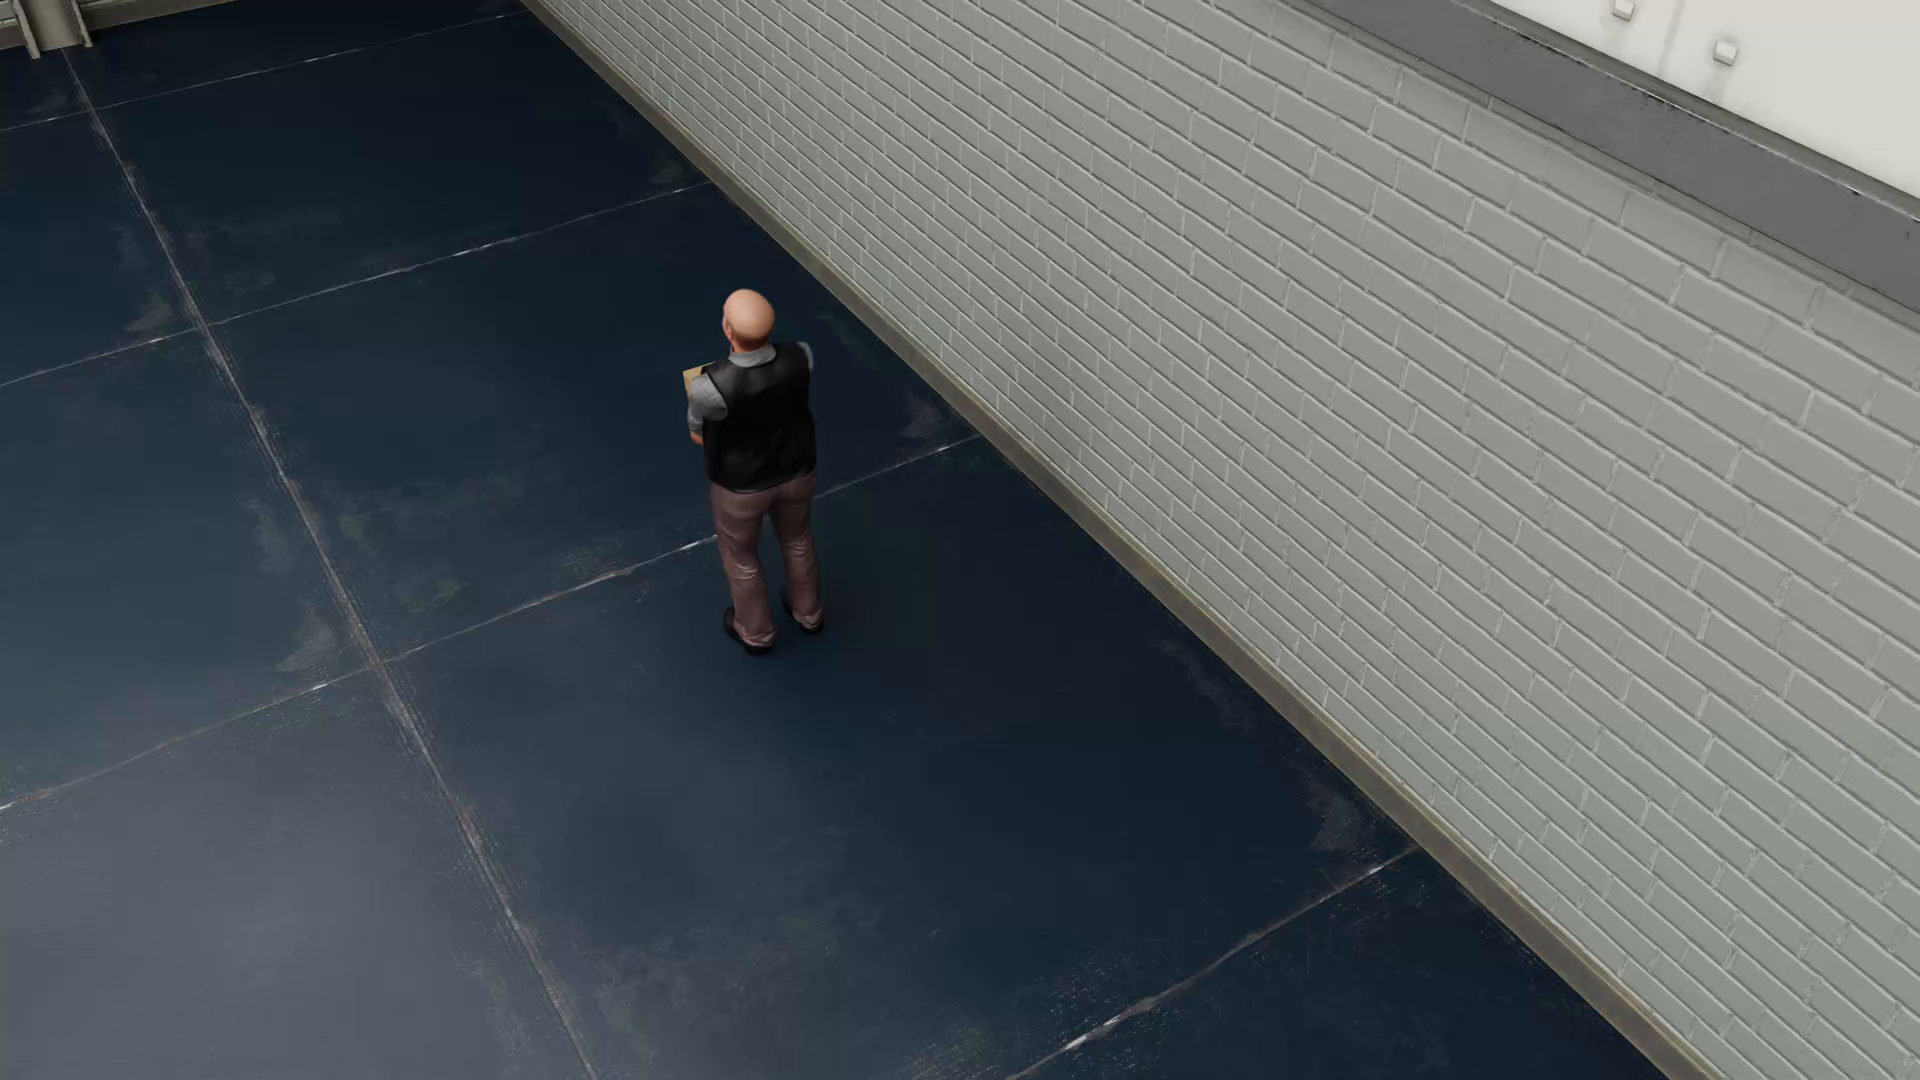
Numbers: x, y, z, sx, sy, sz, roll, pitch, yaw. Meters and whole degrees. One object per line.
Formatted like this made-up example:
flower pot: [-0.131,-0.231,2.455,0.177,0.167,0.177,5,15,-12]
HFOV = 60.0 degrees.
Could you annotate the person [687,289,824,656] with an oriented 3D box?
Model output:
person: [-0.833,-0.311,6.547,0.494,1.711,0.560,-22,45,-23]
